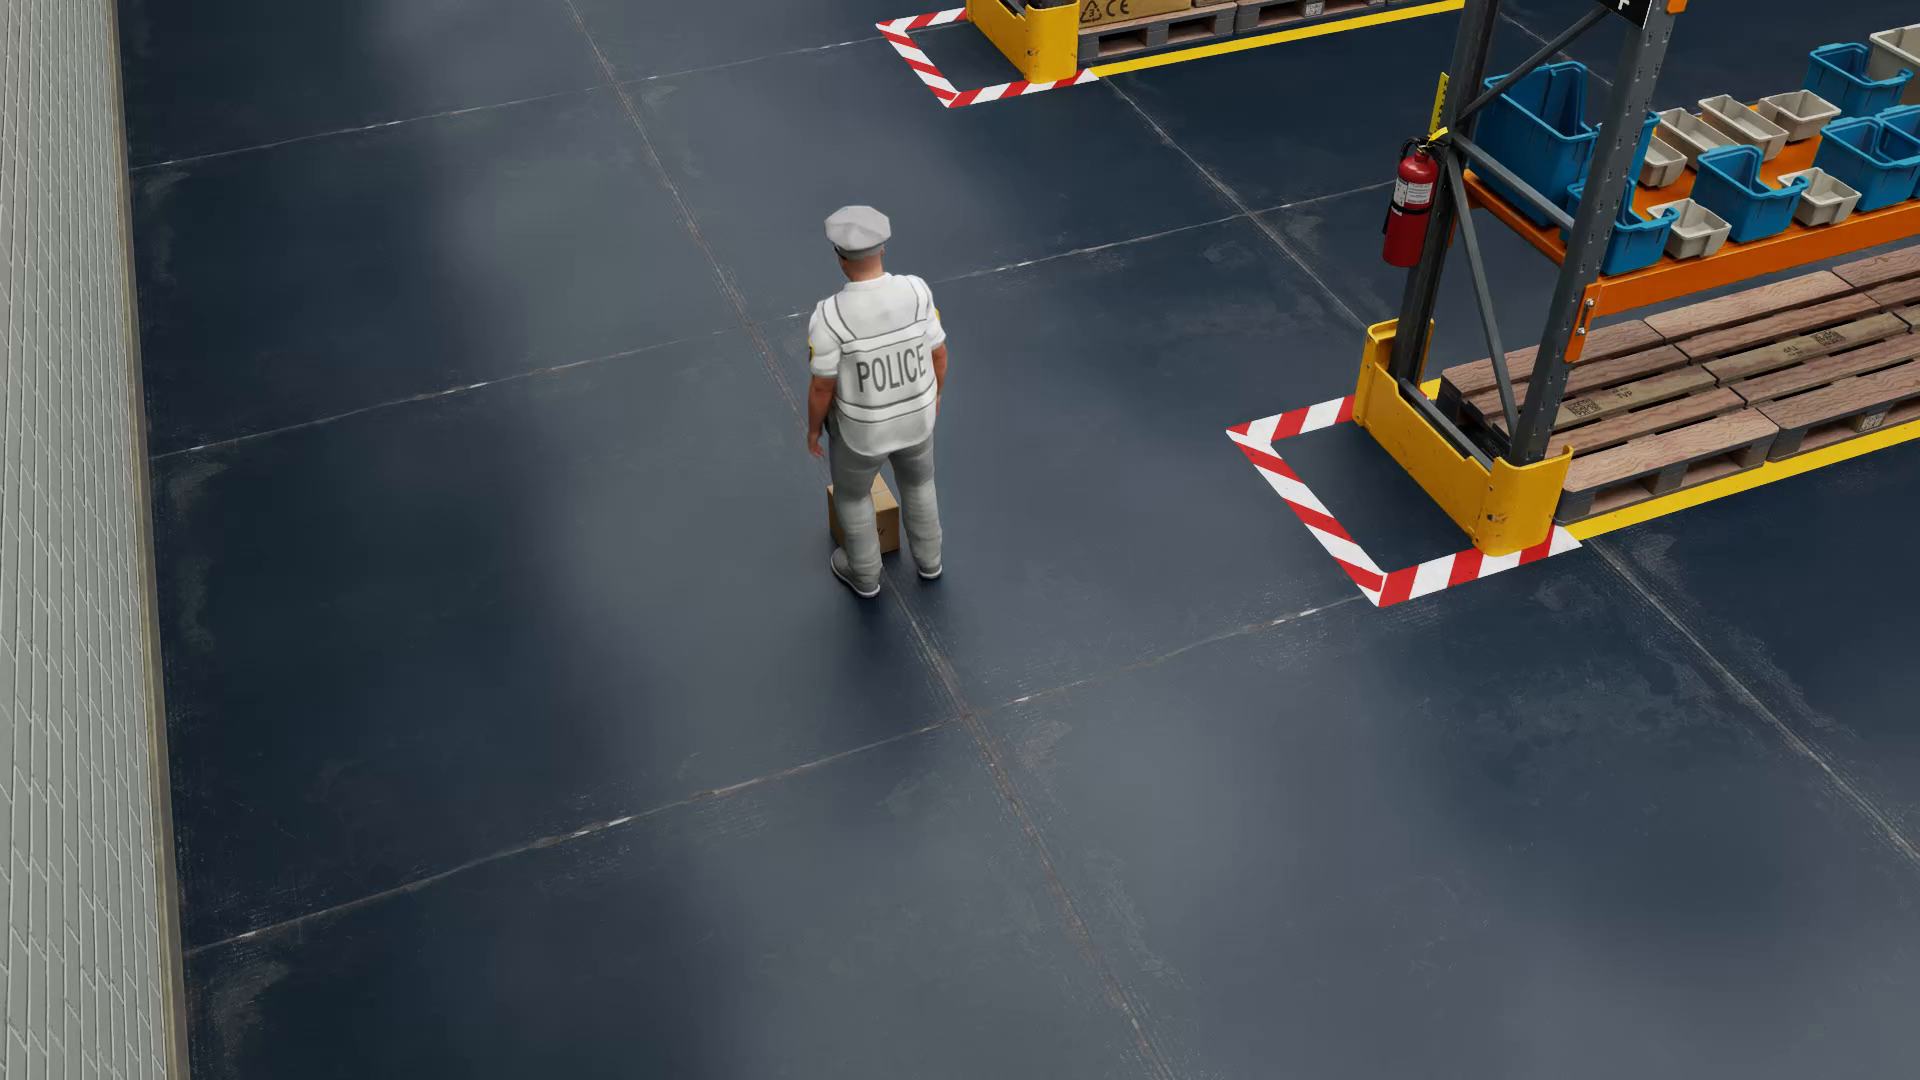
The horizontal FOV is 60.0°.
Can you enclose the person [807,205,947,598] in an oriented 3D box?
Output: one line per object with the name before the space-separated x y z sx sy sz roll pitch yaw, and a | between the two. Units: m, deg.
person | -0.323 -0.496 6.714 0.601 1.749 0.434 -17 44 -18
